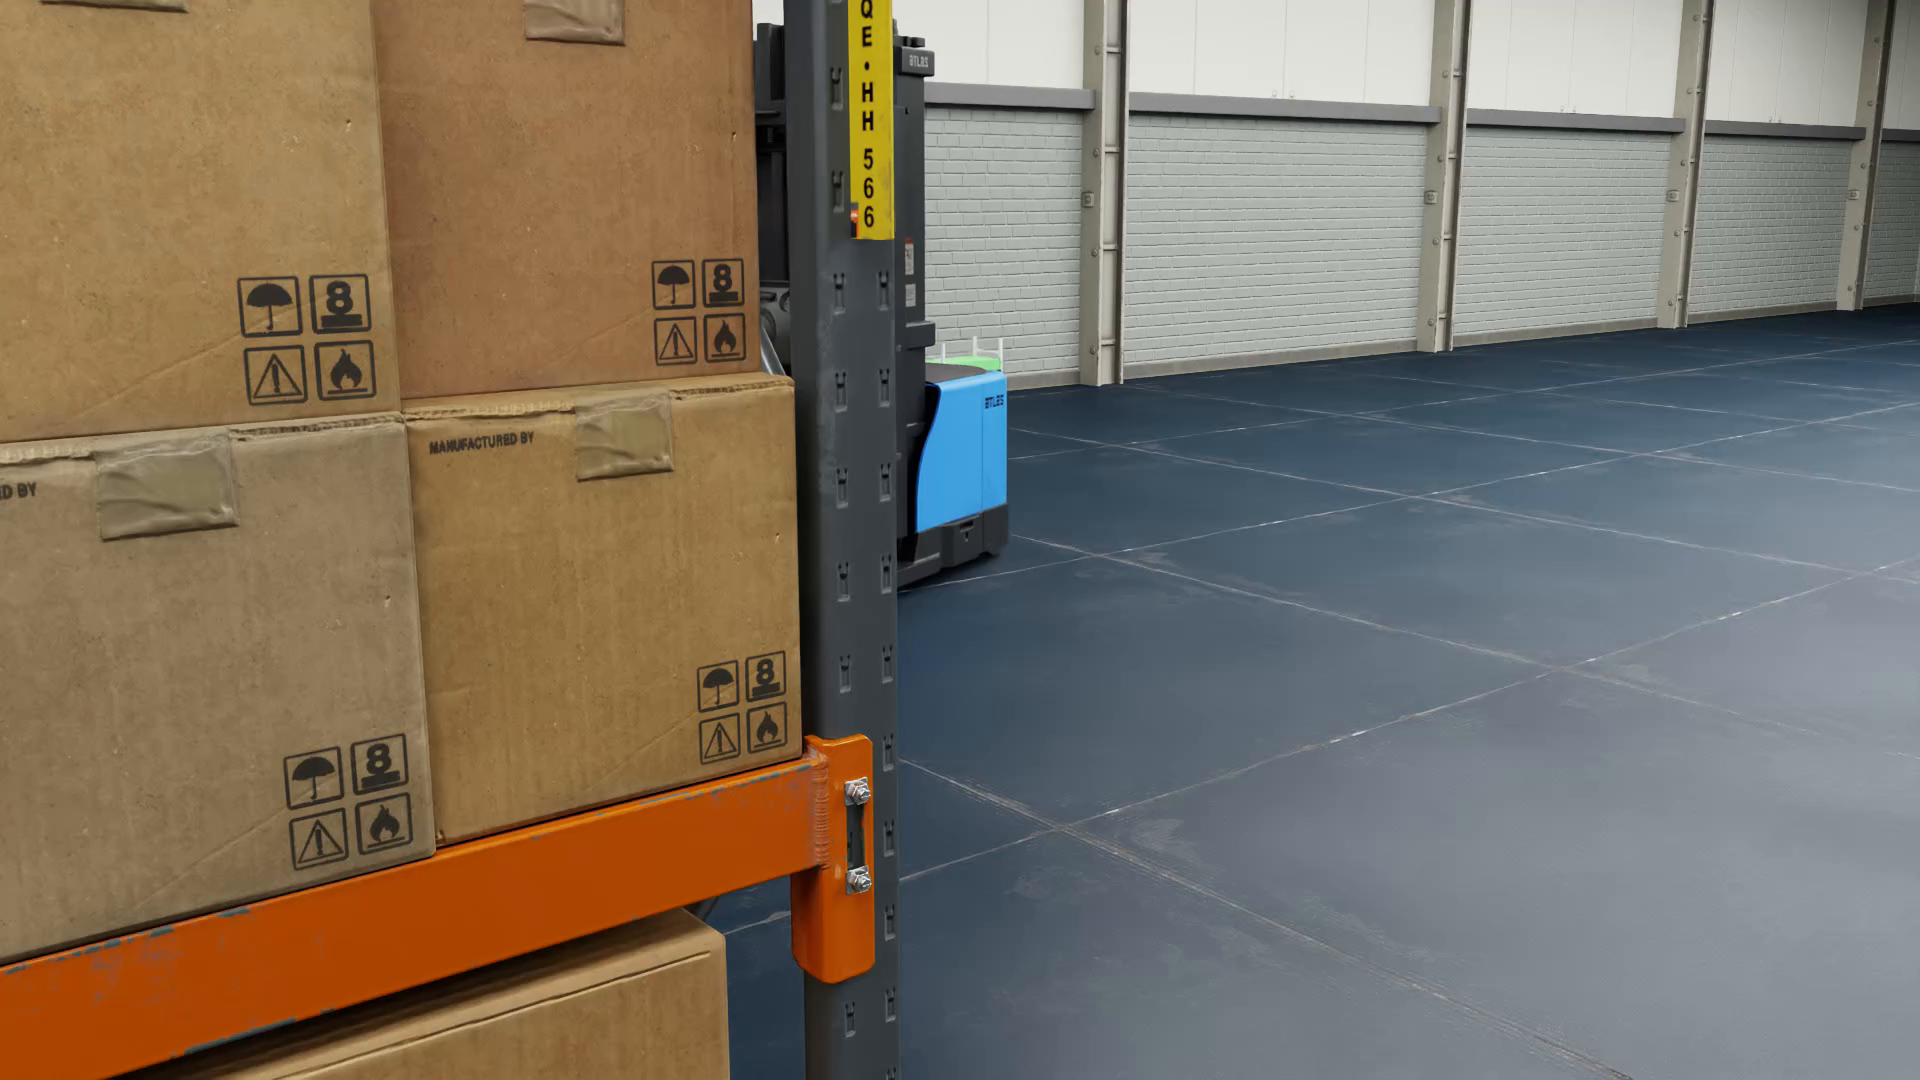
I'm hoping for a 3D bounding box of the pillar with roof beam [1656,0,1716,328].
[{"bbox_3d":[13.600,-6.972,21.299,0.400,9.000,9.100,-9,15,-38],"label":"pillar with roof beam"}]

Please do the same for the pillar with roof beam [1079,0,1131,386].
[{"bbox_3d":[4.230,-5.415,13.966,0.400,9.000,9.100,-9,15,-38],"label":"pillar with roof beam"}]

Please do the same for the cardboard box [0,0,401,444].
[{"bbox_3d":[-1.134,-0.445,2.042,0.550,0.550,0.875,-9,15,-38],"label":"cardboard box"}]

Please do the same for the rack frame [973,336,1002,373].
[{"bbox_3d":[0.169,-0.657,10.336,0.015,1.200,0.240,-12,17,-43],"label":"rack frame"}]

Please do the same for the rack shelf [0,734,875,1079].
[{"bbox_3d":[-2.010,0.640,1.626,4.000,0.370,1.077,-9,15,-38],"label":"rack shelf"}]

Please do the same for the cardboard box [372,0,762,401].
[{"bbox_3d":[-0.762,-0.531,2.449,0.550,0.550,0.875,-9,15,-38],"label":"cardboard box"}]

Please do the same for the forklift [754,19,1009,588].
[{"bbox_3d":[-0.897,-1.142,8.453,1.130,2.935,3.031,7,14,30],"label":"forklift"}]

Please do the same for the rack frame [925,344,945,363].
[{"bbox_3d":[-0.178,-0.586,10.000,0.015,1.200,0.240,-12,17,-43],"label":"rack frame"}]

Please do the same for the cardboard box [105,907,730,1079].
[{"bbox_3d":[-0.936,0.961,2.486,0.875,0.875,0.875,-9,15,-37],"label":"cardboard box"}]

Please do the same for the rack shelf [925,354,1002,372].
[{"bbox_3d":[-0.004,-1.029,10.081,0.480,0.148,0.258,-12,17,-43],"label":"rack shelf"}]

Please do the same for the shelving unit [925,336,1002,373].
[{"bbox_3d":[-0.004,-0.622,10.168,0.503,1.200,0.258,-12,17,-43],"label":"shelving unit"}]

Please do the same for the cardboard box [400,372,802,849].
[{"bbox_3d":[-0.710,0.011,2.497,0.550,0.550,0.875,-9,15,-38],"label":"cardboard box"}]

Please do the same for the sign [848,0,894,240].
[{"bbox_3d":[-0.120,-0.564,2.206,0.005,0.325,0.100,-9,15,-38],"label":"sign"}]

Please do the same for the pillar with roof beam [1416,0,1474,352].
[{"bbox_3d":[8.915,-6.194,17.633,0.400,9.000,9.100,-9,15,-38],"label":"pillar with roof beam"}]

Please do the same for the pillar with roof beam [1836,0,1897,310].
[{"bbox_3d":[18.285,-7.751,24.966,0.400,9.000,9.100,-9,15,-38],"label":"pillar with roof beam"}]

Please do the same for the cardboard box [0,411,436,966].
[{"bbox_3d":[-1.125,0.085,2.144,0.550,0.550,0.875,-9,15,-38],"label":"cardboard box"}]
